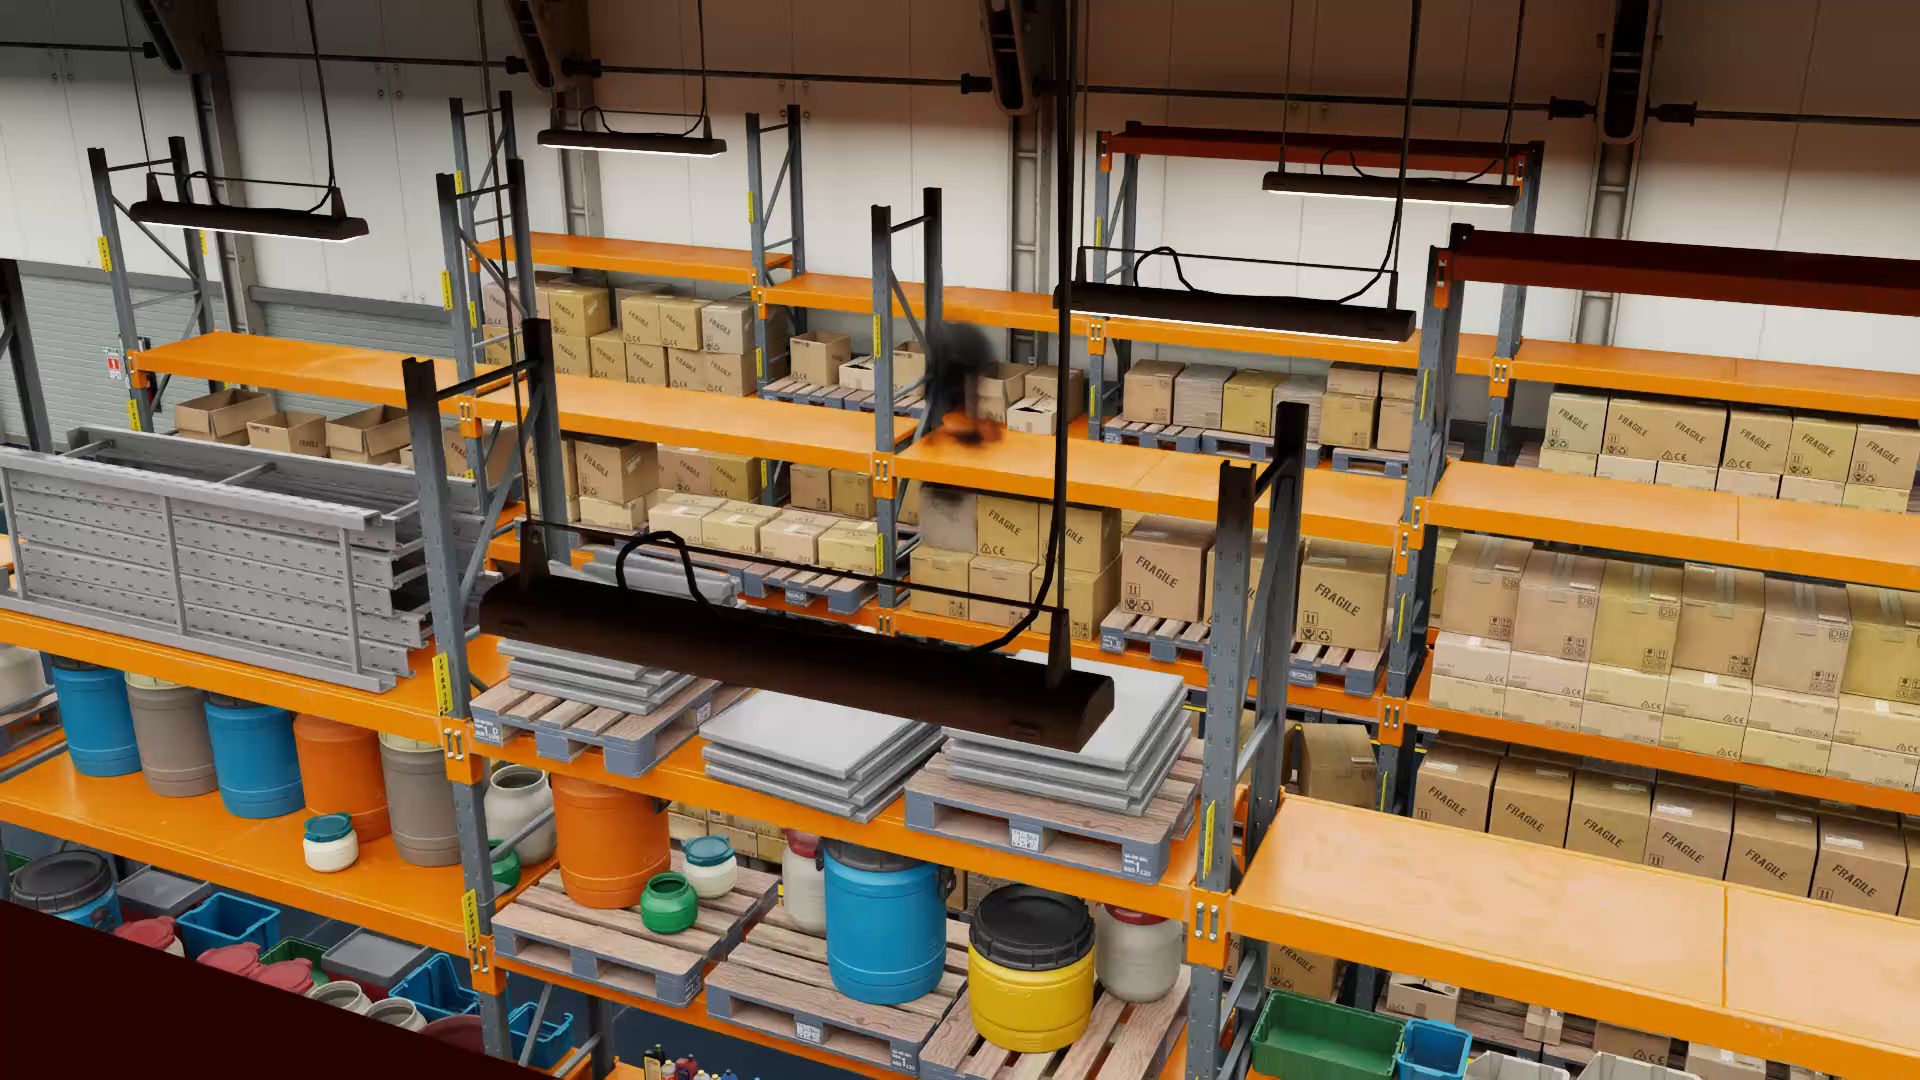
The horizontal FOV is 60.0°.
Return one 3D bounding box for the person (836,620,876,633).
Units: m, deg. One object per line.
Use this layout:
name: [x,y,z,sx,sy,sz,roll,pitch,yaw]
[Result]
person: [-1.045,1.480,16.283,0.794,1.813,0.676,7,22,17]
